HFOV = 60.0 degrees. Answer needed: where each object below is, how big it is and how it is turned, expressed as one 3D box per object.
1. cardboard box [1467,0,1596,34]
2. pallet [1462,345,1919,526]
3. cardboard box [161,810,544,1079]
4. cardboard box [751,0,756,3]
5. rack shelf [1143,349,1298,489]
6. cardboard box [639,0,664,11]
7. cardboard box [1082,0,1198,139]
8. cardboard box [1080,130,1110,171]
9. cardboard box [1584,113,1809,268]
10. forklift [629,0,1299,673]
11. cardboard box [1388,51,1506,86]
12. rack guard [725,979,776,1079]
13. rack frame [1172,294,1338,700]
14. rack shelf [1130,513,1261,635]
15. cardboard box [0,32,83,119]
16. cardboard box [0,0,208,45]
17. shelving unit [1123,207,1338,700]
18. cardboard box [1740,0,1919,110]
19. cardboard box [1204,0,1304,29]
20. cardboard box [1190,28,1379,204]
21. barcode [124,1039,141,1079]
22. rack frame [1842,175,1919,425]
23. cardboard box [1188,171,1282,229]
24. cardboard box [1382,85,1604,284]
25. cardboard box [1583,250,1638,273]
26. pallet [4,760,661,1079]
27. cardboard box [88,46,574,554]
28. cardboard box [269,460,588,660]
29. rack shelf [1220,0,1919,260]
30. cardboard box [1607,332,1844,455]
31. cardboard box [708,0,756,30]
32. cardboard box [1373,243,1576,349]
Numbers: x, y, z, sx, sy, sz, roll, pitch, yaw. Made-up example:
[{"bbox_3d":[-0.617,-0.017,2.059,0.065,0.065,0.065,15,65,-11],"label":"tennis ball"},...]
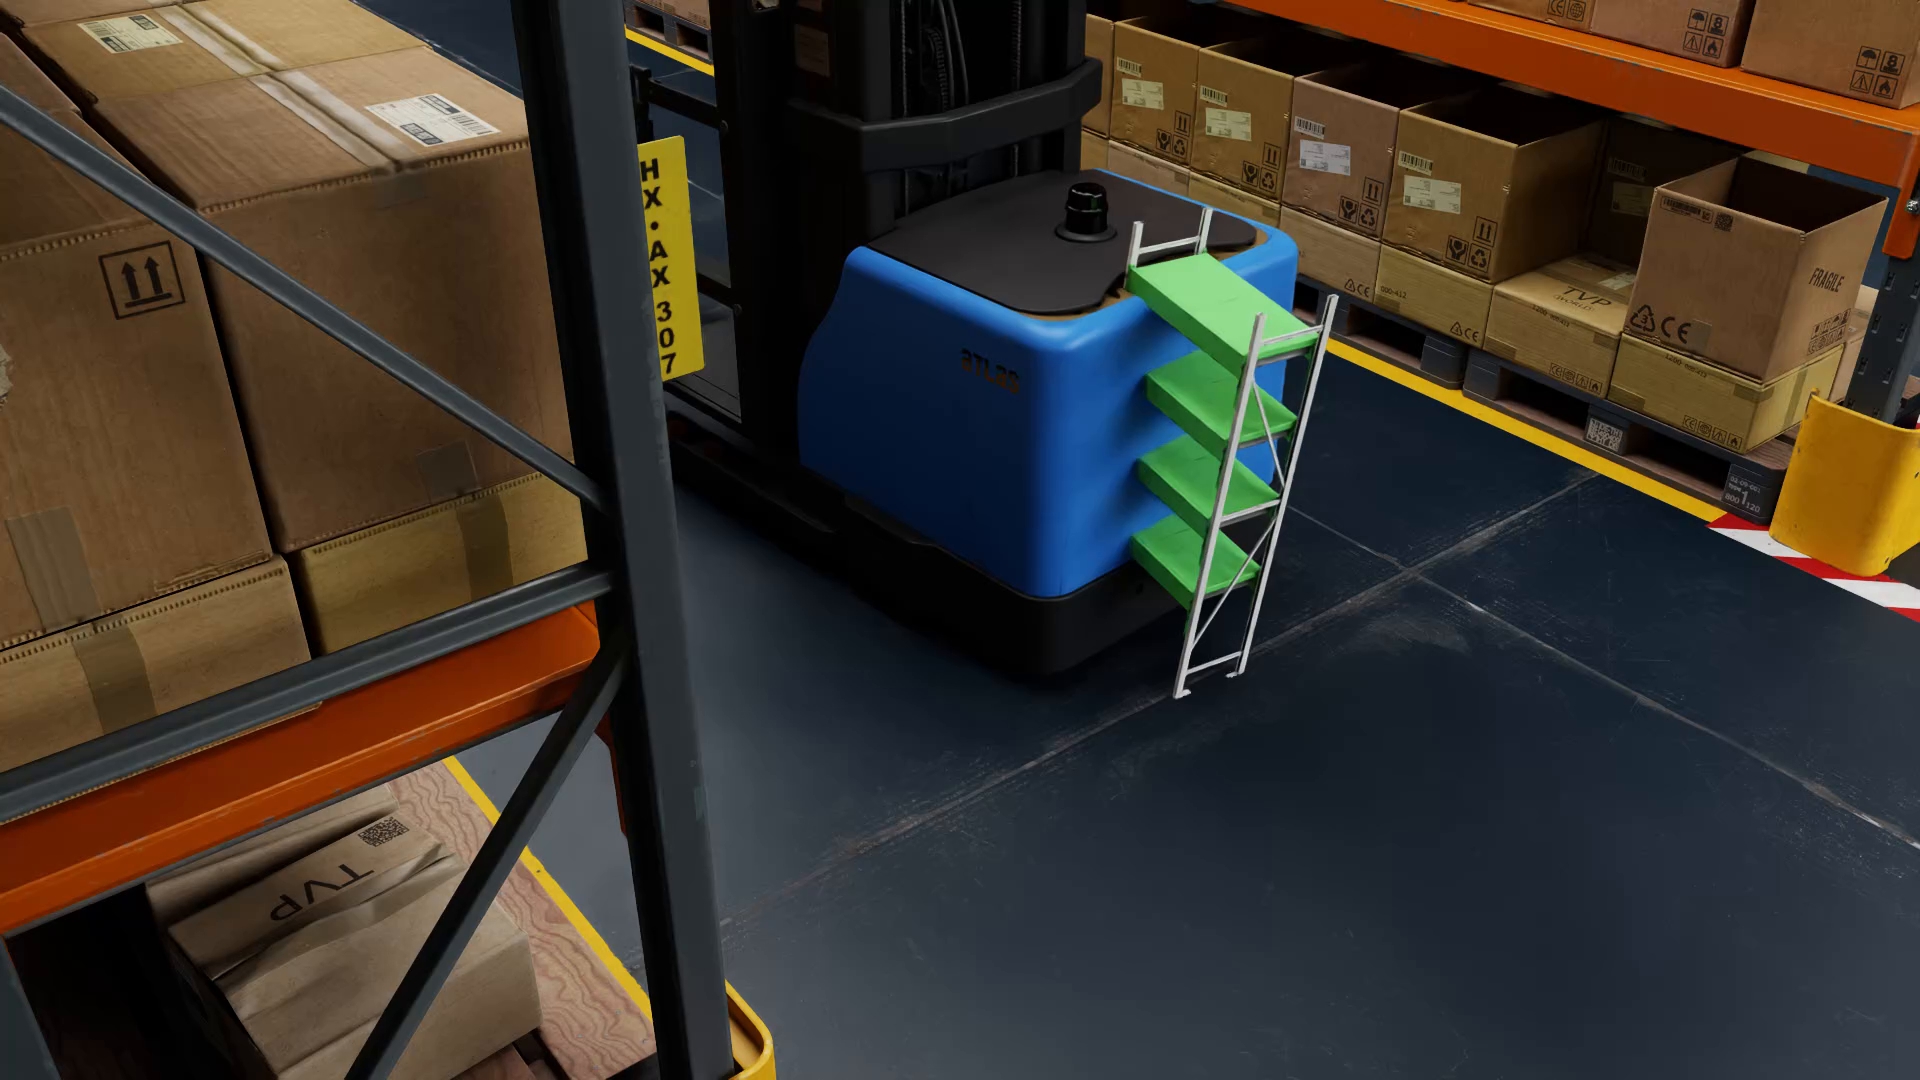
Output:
[{"bbox_3d":[2.190,-2.086,5.670,0.700,0.500,0.500,-22,38,-31],"label":"cardboard box"},{"bbox_3d":[2.590,-0.539,5.918,1.003,0.211,1.213,-22,38,-31],"label":"pallet"},{"bbox_3d":[-1.172,0.824,3.212,0.500,0.311,0.500,-27,41,-36],"label":"cardboard box"},{"bbox_3d":[-1.085,-3.258,9.329,0.500,0.311,0.500,-23,39,-33],"label":"cardboard box"},{"bbox_3d":[0.628,-0.348,4.295,0.258,0.148,0.480,-16,43,-27],"label":"rack shelf"},{"bbox_3d":[-1.725,-3.449,10.169,0.500,0.250,0.500,-22,38,-32],"label":"cardboard box"},{"bbox_3d":[0.676,-2.120,7.317,0.500,0.500,0.500,-22,38,-31],"label":"cardboard box"},{"bbox_3d":[0.684,-1.804,7.520,0.500,0.250,0.500,-22,38,-31],"label":"cardboard box"},{"bbox_3d":[2.631,-1.250,5.918,0.500,0.500,0.500,-22,38,-31],"label":"cardboard box"},{"bbox_3d":[-0.416,-1.572,5.002,1.130,2.935,3.031,-26,40,-35],"label":"forklift"},{"bbox_3d":[2.021,-1.669,6.591,0.500,0.500,0.500,-22,38,-31],"label":"cardboard box"},{"bbox_3d":[-0.865,1.216,2.818,1.175,0.500,0.348,-22,38,-31],"label":"rack guard"},{"bbox_3d":[0.737,-0.073,4.241,0.240,1.200,0.015,-16,43,-27],"label":"rack frame"},{"bbox_3d":[0.587,0.032,4.585,0.258,0.148,0.480,-16,43,-27],"label":"rack shelf"},{"bbox_3d":[-1.577,-0.418,2.492,0.500,0.500,0.500,-22,38,-31],"label":"cardboard box"},{"bbox_3d":[-1.481,-0.800,3.108,0.500,0.500,0.500,-24,39,-33],"label":"cardboard box"},{"bbox_3d":[0.613,-0.209,4.402,0.258,1.200,0.503,-16,43,-27],"label":"shelving unit"},{"bbox_3d":[2.816,-1.659,4.984,0.700,0.500,0.500,-22,38,-31],"label":"cardboard box"},{"bbox_3d":[1.394,-2.080,7.252,0.500,0.500,0.500,-22,38,-31],"label":"cardboard box"},{"bbox_3d":[1.290,-1.703,6.646,0.500,0.500,0.500,-22,38,-31],"label":"cardboard box"},{"bbox_3d":[-1.499,0.942,3.013,0.001,0.075,0.075,-22,38,-31],"label":"barcode"},{"bbox_3d":[3.092,-1.418,4.690,1.000,3.000,0.127,-22,38,-31],"label":"rack frame"},{"bbox_3d":[1.289,-1.384,6.844,0.500,0.250,0.500,-22,38,-31],"label":"cardboard box"},{"bbox_3d":[1.903,-1.286,5.976,0.500,0.500,0.500,-22,38,-31],"label":"cardboard box"},{"bbox_3d":[2.629,-0.931,6.114,0.500,0.250,0.500,-22,38,-31],"label":"cardboard box"},{"bbox_3d":[-1.336,0.989,3.458,1.003,0.211,1.213,-22,38,-31],"label":"pallet"},{"bbox_3d":[-0.874,-0.374,2.421,0.500,0.500,0.500,-22,38,-31],"label":"cardboard box"},{"bbox_3d":[-0.867,-0.065,2.635,0.500,0.250,0.500,-24,39,-33],"label":"cardboard box"},{"bbox_3d":[1.866,-1.946,6.222,1.077,0.370,4.000,-22,38,-31],"label":"rack shelf"},{"bbox_3d":[2.530,-0.557,5.511,0.500,0.250,0.500,-22,38,-31],"label":"cardboard box"},{"bbox_3d":[-1.092,-3.026,9.486,0.500,0.250,0.500,-23,39,-33],"label":"cardboard box"},{"bbox_3d":[1.906,-0.969,6.175,0.500,0.250,0.500,-22,38,-31],"label":"cardboard box"}]
